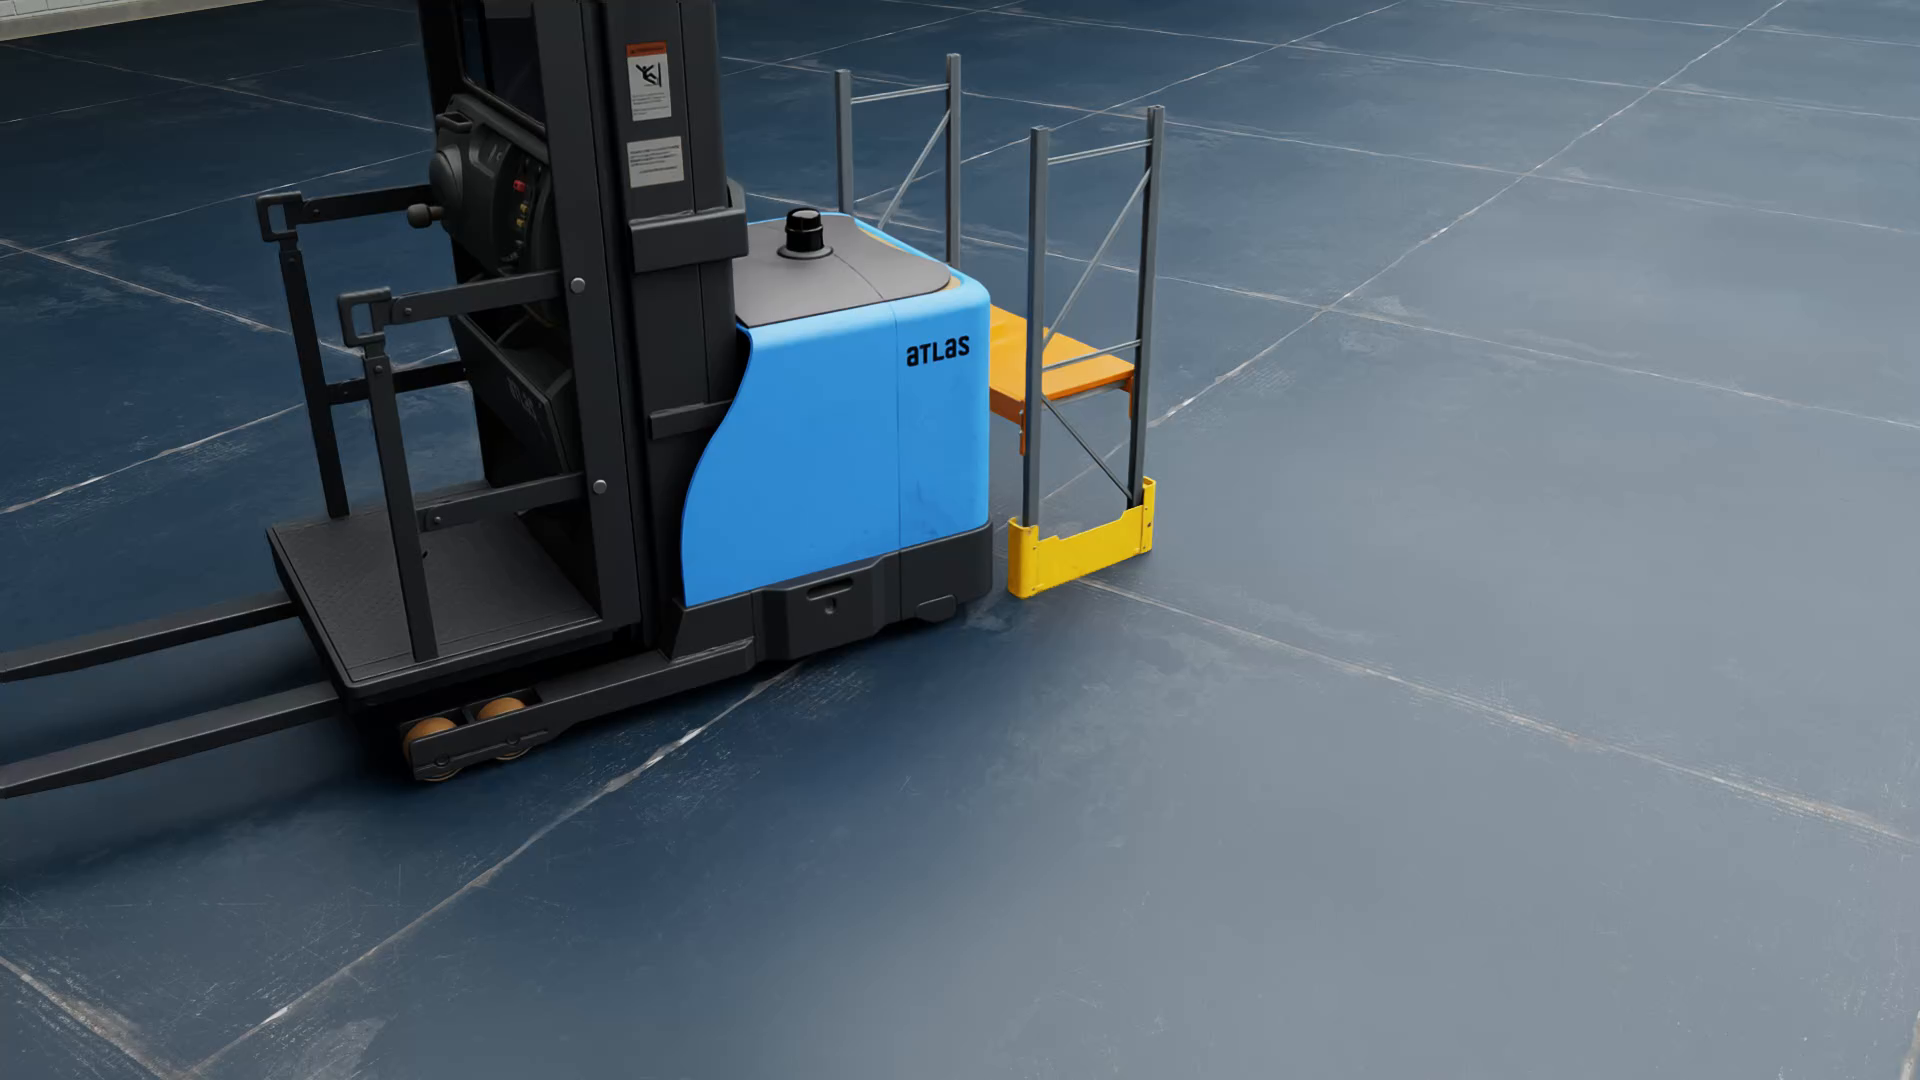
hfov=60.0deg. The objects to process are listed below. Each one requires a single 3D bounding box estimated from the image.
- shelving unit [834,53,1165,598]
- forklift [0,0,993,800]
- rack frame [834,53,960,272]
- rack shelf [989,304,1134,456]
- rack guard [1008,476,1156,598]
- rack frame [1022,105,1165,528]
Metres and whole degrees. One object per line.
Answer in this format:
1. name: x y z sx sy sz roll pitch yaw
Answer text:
1. shelving unit: 0.106 -0.753 5.574 0.587 1.500 1.083 -19 33 -33
2. forklift: -1.425 -0.931 4.349 3.031 2.935 1.130 -15 31 -27
3. rack frame: -0.208 -0.940 5.941 0.500 1.500 0.032 -19 33 -33
4. rack shelf: 0.100 -0.596 5.662 0.538 0.185 1.000 -19 33 -33
5. rack guard: 0.406 -0.016 5.504 0.587 0.250 0.087 -19 33 -33
6. rack frame: 0.408 -0.573 5.220 0.500 1.500 0.032 -19 33 -33
